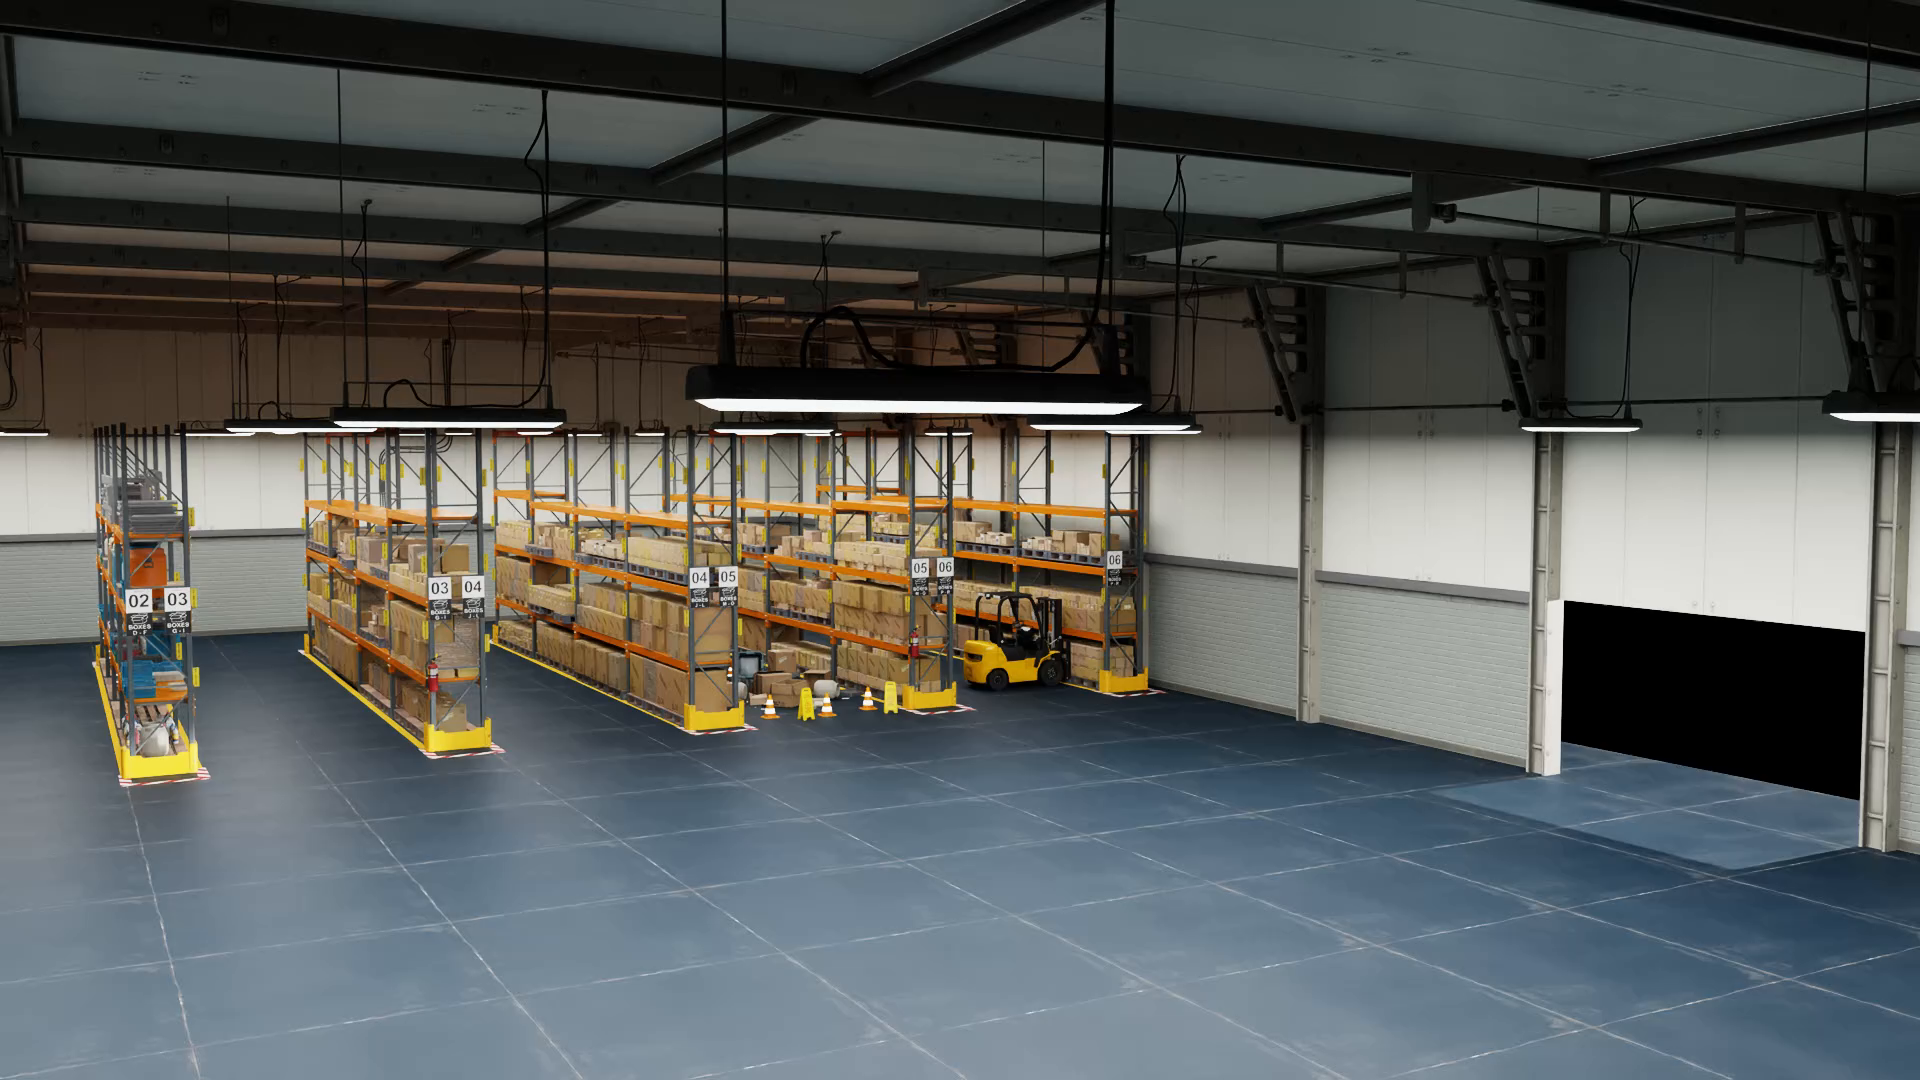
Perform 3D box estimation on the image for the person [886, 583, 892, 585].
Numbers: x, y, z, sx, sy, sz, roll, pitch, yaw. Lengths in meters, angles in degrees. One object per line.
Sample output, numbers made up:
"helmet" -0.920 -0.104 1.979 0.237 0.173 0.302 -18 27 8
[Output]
"person" -1.892 2.010 44.755 0.585 1.725 0.412 2 4 35
